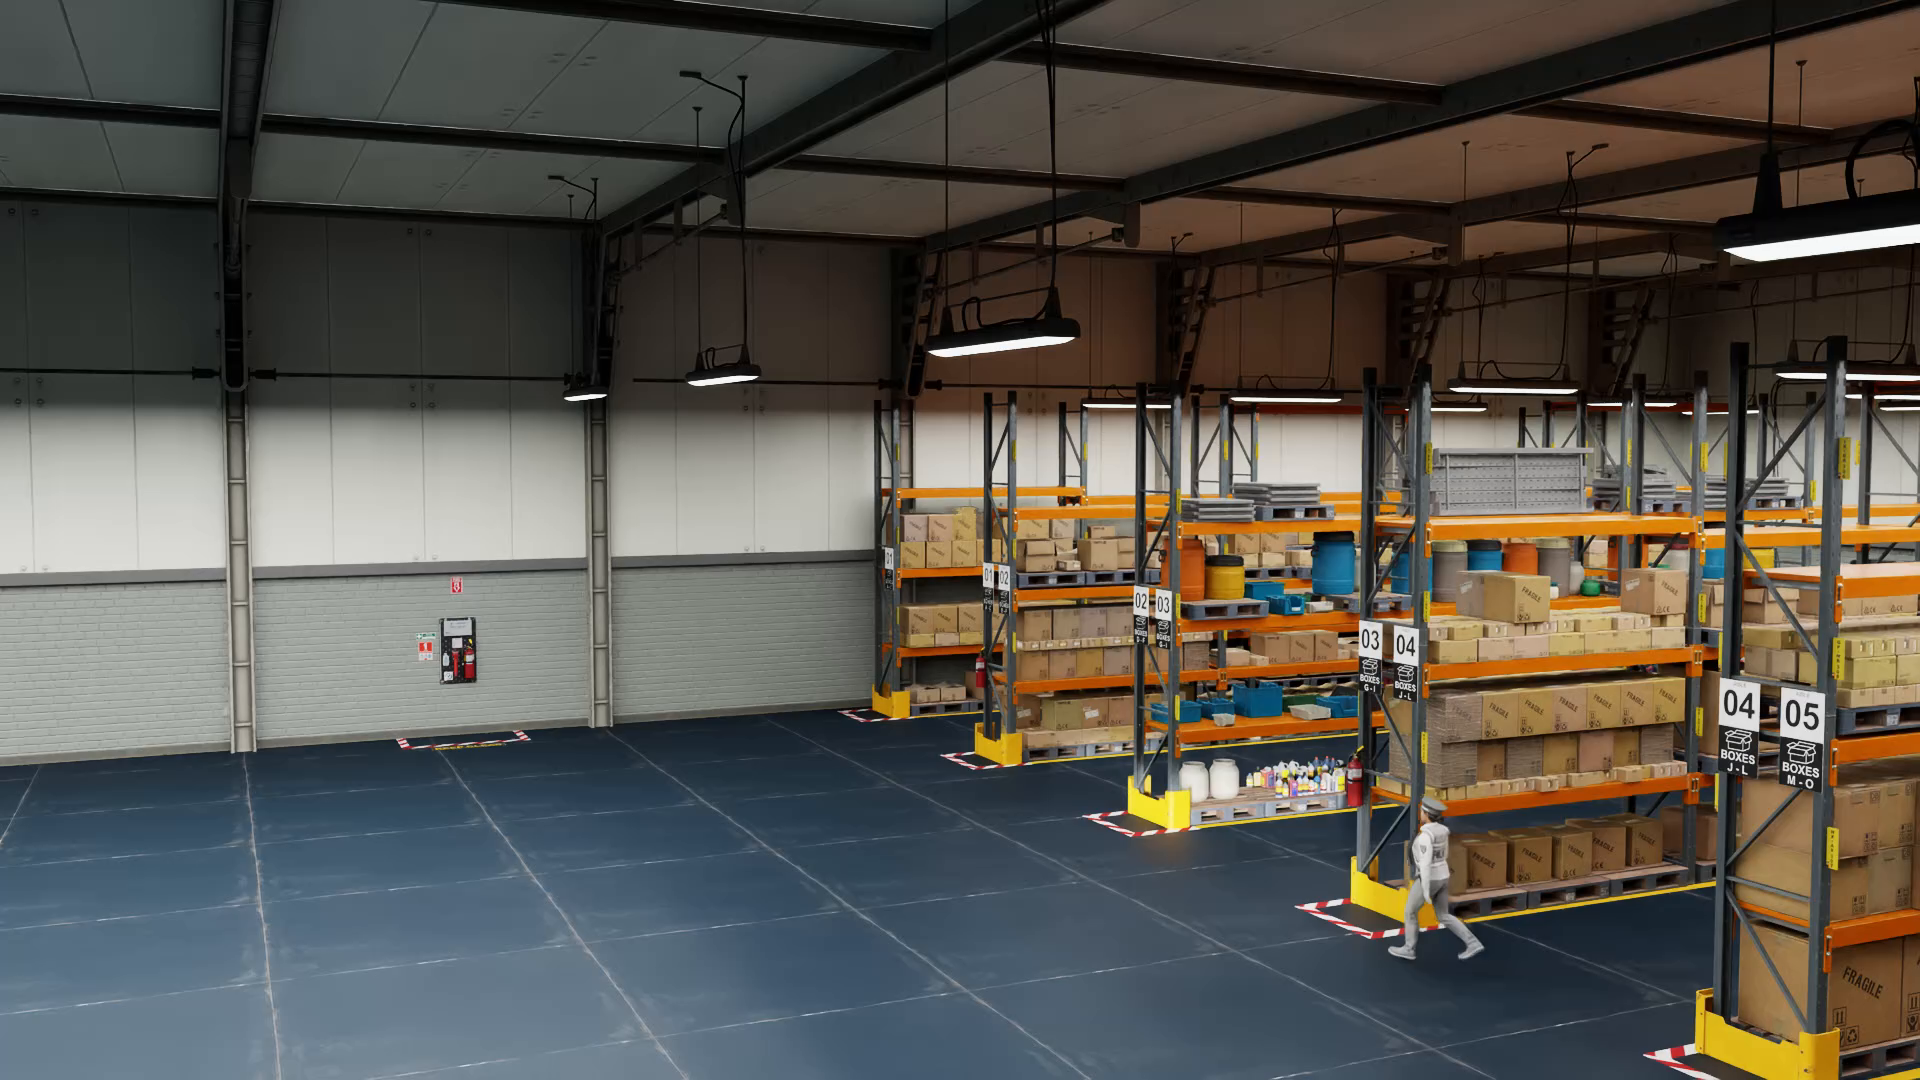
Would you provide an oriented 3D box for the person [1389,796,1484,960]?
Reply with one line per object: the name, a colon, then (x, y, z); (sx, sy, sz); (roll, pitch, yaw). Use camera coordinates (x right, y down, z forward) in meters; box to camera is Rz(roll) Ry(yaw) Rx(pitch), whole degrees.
person: (4.704, 3.374, 16.446); (0.930, 1.631, 0.484); (3, 4, 41)
